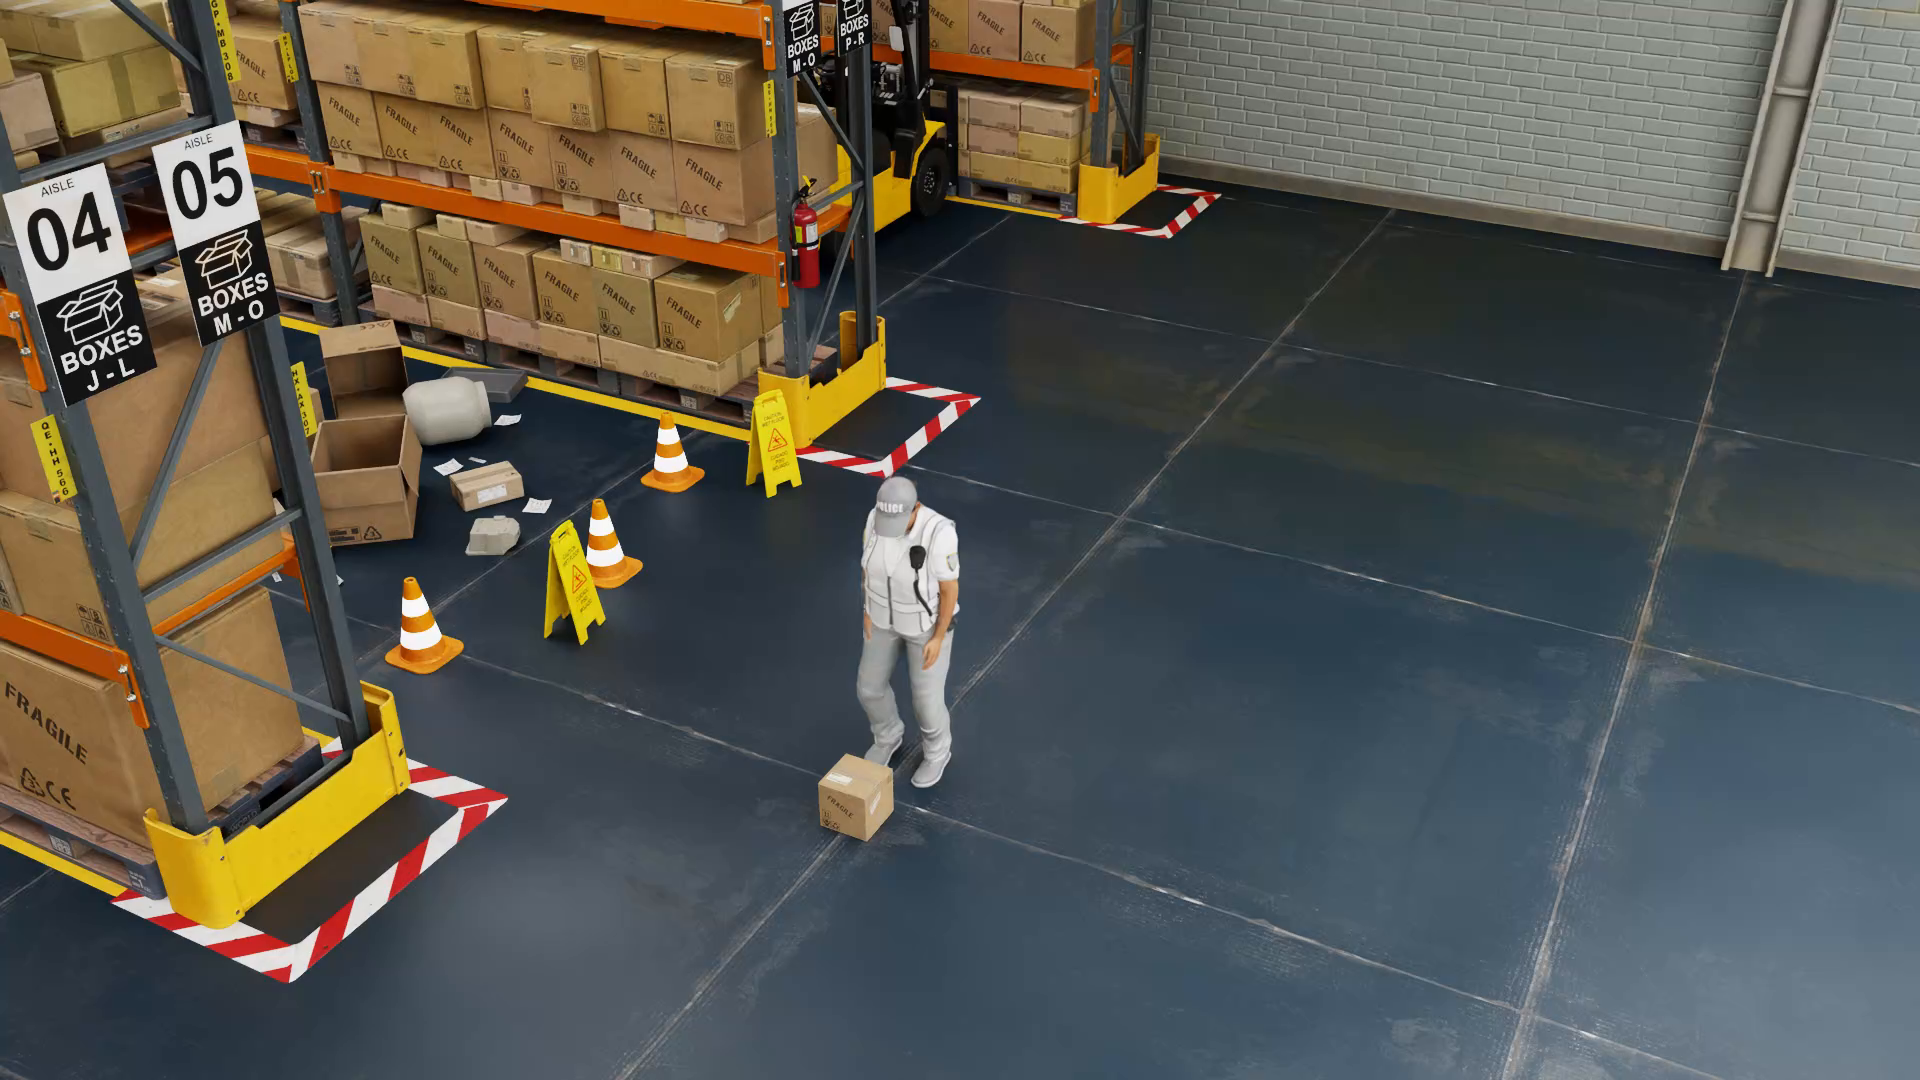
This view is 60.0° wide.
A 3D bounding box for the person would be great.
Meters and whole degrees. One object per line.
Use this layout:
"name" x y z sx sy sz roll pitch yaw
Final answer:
"person" -0.231 0.397 7.660 0.496 1.620 0.479 15 34 24
